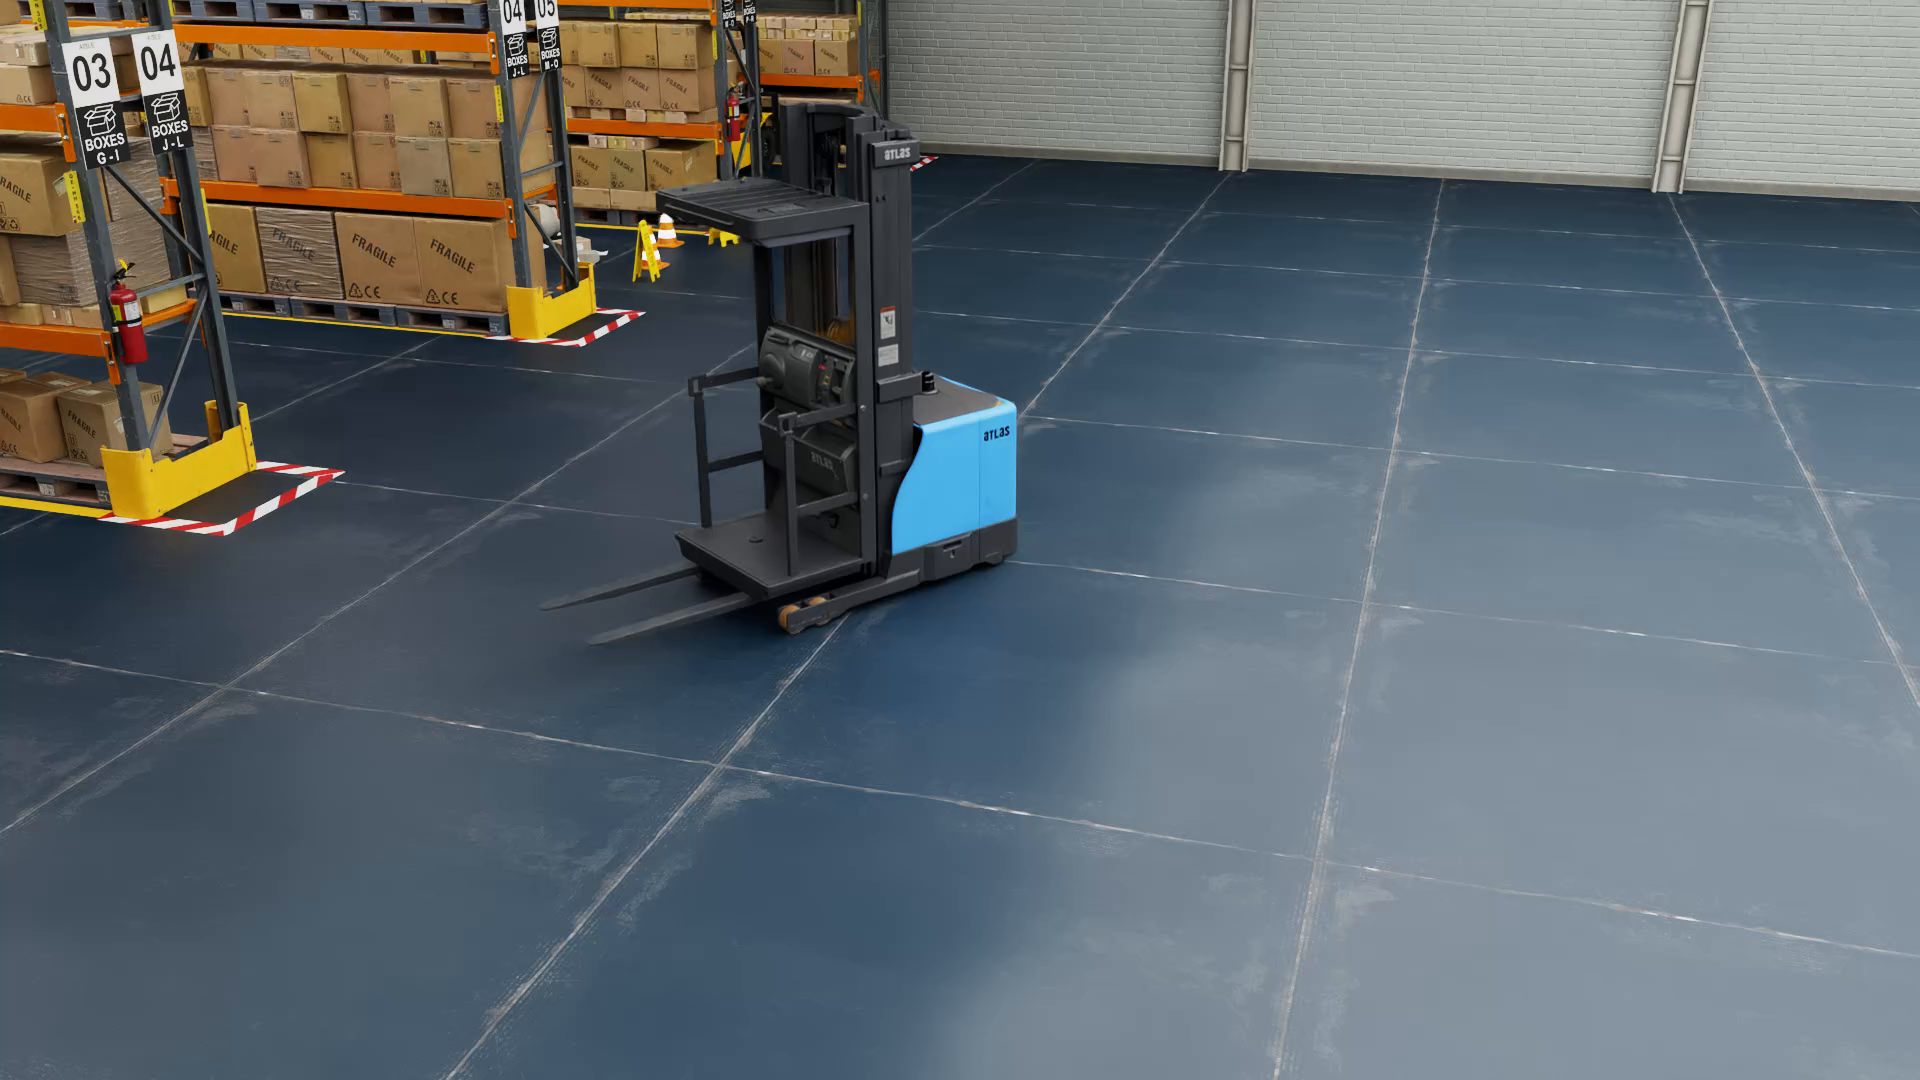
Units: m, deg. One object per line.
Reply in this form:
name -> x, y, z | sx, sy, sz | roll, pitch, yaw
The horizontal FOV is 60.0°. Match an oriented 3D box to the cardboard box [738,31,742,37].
cardboard box -> -3.138, -7.622, 24.913 | 0.250, 0.149, 0.380 | 6, 23, 15

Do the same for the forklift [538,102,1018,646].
forklift -> -1.087, -1.023, 9.902 | 3.031, 2.935, 1.130 | -17, 28, -36

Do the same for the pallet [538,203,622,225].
pallet -> -4.712, -4.299, 21.471 | 1.213, 0.211, 1.003 | 7, 23, 16

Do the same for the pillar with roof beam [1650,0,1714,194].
pillar with roof beam -> 8.561, -7.448, 17.569 | 0.400, 9.000, 9.100 | 7, 23, 16

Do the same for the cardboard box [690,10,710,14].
cardboard box -> -3.971, -8.074, 25.622 | 0.250, 0.149, 0.380 | 6, 23, 14

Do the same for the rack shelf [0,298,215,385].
rack shelf -> -7.485, -1.630, 12.239 | 4.000, 0.370, 1.077 | 7, 23, 16

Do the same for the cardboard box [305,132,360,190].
cardboard box -> -5.961, -3.831, 16.458 | 0.500, 0.550, 0.875 | 7, 23, 16

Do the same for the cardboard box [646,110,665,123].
cardboard box -> -3.641, -5.214, 20.361 | 0.250, 0.149, 0.380 | 6, 23, 15

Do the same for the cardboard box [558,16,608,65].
cardboard box -> -4.697, -6.149, 20.467 | 0.500, 0.500, 0.700 | 6, 23, 15

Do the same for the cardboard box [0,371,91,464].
cardboard box -> -6.745, -0.909, 12.274 | 0.500, 0.500, 0.500 | 13, 26, 29

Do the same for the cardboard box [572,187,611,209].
cardboard box -> -4.555, -4.372, 21.046 | 0.500, 0.250, 0.500 | 6, 23, 14

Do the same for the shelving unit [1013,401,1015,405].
shelving unit -> 0.230, -0.487, 11.271 | 0.210, 0.900, 0.258 | 7, 23, 17

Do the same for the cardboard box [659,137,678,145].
cardboard box -> -3.925, -4.860, 21.248 | 0.500, 0.500, 0.500 | 6, 23, 14

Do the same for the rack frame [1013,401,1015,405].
rack frame -> 0.326, -0.474, 11.240 | 0.006, 0.900, 0.240 | 7, 23, 17

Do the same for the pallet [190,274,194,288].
pallet -> -8.631, -2.740, 17.672 | 1.213, 0.211, 1.003 | 7, 23, 16

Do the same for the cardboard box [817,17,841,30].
cardboard box -> -1.926, -7.610, 24.492 | 0.250, 0.149, 0.380 | 7, 23, 16

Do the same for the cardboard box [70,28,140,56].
cardboard box -> -5.767, -3.360, 11.230 | 0.250, 0.149, 0.380 | 6, 23, 15

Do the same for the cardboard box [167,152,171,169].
cardboard box -> -8.296, -4.175, 17.363 | 0.500, 0.500, 0.500 | 7, 23, 16

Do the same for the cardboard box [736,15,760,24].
cardboard box -> -3.151, -7.761, 24.858 | 0.250, 0.149, 0.380 | 7, 23, 16

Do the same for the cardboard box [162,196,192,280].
cardboard box -> -8.490, -3.162, 17.437 | 0.750, 0.750, 1.050 | 6, 23, 15

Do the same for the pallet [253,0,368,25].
pallet -> -5.926, -5.092, 15.895 | 1.213, 0.211, 1.003 | 7, 23, 16

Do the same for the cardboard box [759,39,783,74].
cardboard box -> -2.809, -7.269, 24.907 | 0.500, 0.500, 0.500 | 6, 23, 14

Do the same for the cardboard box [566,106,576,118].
cardboard box -> -4.857, -5.354, 20.701 | 0.250, 0.149, 0.380 | 6, 23, 15

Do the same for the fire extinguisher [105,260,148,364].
fire extinguisher -> -5.594, -1.528, 11.144 | 0.183, 0.674, 0.296 | 7, 23, 16

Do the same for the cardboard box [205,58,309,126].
cardboard box -> -6.967, -4.471, 16.597 | 0.550, 0.550, 0.875 | 7, 23, 16

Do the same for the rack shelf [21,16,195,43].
rack shelf -> -9.785, -5.247, 17.105 | 4.000, 0.370, 1.077 | 7, 23, 16

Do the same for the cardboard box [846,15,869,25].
cardboard box -> -1.537, -7.746, 24.824 | 0.250, 0.149, 0.380 | 6, 23, 14

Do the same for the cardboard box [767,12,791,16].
cardboard box -> -2.750, -7.928, 25.267 | 0.250, 0.149, 0.380 | 6, 23, 14

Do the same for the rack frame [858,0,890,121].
rack frame -> -1.277, -7.148, 24.743 | 0.127, 3.000, 1.000 | 7, 23, 16

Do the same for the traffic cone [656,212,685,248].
traffic cone -> -3.492, -3.749, 19.799 | 0.334, 0.463, 0.336 | 7, 23, 16

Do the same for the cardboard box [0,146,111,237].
cardboard box -> -6.168, -2.360, 11.231 | 0.500, 0.500, 0.500 | 7, 23, 16

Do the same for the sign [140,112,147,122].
sign -> -8.018, -4.274, 16.315 | 0.005, 0.325, 0.100 | 7, 23, 16

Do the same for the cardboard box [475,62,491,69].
cardboard box -> -5.709, -5.770, 20.861 | 0.500, 0.500, 0.500 | 6, 23, 15

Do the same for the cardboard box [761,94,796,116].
cardboard box -> -2.785, -6.575, 25.100 | 0.500, 0.250, 0.500 | 7, 23, 16

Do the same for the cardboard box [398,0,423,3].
cardboard box -> -4.944, -5.016, 15.239 | 0.250, 0.149, 0.380 | 7, 23, 16

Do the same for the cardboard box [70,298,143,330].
cardboard box -> -5.903, -1.583, 11.509 | 0.250, 0.149, 0.380 | 7, 23, 16

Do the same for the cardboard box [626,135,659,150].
cardboard box -> -3.921, -4.922, 20.544 | 0.250, 0.149, 0.380 | 7, 23, 17

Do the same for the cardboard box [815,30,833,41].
cardboard box -> -1.943, -7.448, 24.488 | 0.250, 0.149, 0.380 | 7, 23, 16

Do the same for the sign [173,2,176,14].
sign -> -12.915, -8.666, 27.303 | 0.005, 0.325, 0.100 | 7, 23, 16

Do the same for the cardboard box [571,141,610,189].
cardboard box -> -4.532, -4.720, 20.906 | 0.500, 0.500, 0.500 | 6, 23, 14

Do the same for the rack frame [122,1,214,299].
rack frame -> -7.870, -3.973, 17.003 | 0.127, 3.000, 1.000 | 7, 23, 16

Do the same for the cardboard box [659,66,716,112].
cardboard box -> -3.307, -5.487, 20.171 | 0.500, 0.500, 0.500 | 6, 23, 15

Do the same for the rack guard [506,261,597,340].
rack guard -> -4.018, -2.375, 16.402 | 0.348, 0.500, 1.175 | 7, 23, 16

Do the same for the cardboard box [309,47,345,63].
cardboard box -> -8.013, -6.241, 21.454 | 0.500, 0.500, 0.500 | 7, 23, 17

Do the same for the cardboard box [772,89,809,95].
cardboard box -> -2.638, -6.766, 25.565 | 0.500, 0.250, 0.500 | 6, 23, 15

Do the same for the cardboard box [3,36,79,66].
cardboard box -> -5.926, -3.163, 10.749 | 0.250, 0.149, 0.380 | 7, 23, 16

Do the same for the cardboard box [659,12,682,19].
cardboard box -> -4.364, -7.907, 25.216 | 0.250, 0.149, 0.380 | 6, 23, 15

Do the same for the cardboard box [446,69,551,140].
cardboard box -> -4.385, -4.158, 15.834 | 0.550, 0.550, 0.875 | 7, 23, 16

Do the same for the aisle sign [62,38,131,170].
aisle sign -> -5.597, -2.830, 10.792 | 0.004, 0.787, 0.394 | 7, 23, 16
